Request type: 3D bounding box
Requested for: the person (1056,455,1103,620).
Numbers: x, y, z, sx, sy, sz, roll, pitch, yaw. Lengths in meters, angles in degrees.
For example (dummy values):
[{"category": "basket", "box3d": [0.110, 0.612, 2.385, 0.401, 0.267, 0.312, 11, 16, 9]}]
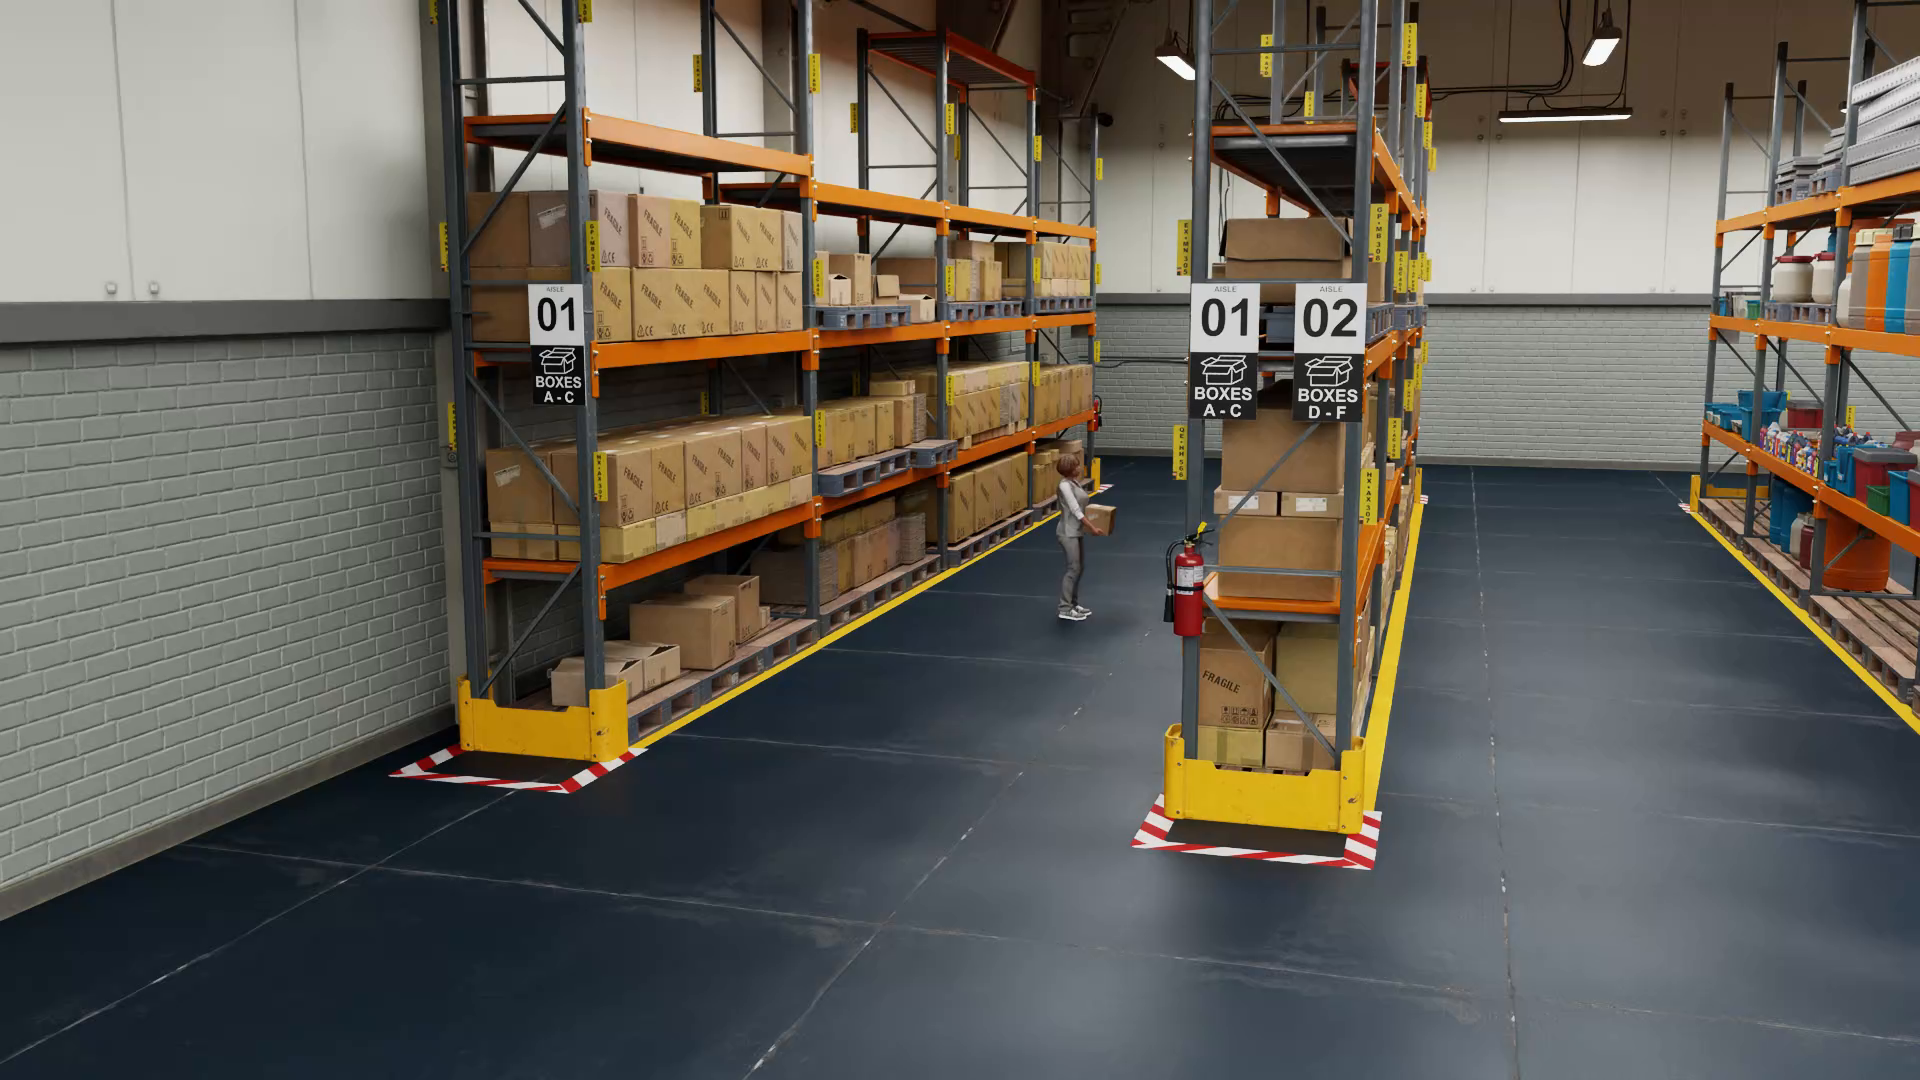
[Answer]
[{"category": "person", "box3d": [1.174, -0.030, 16.094, 0.498, 1.589, 0.405, 3, 9, 17]}]
